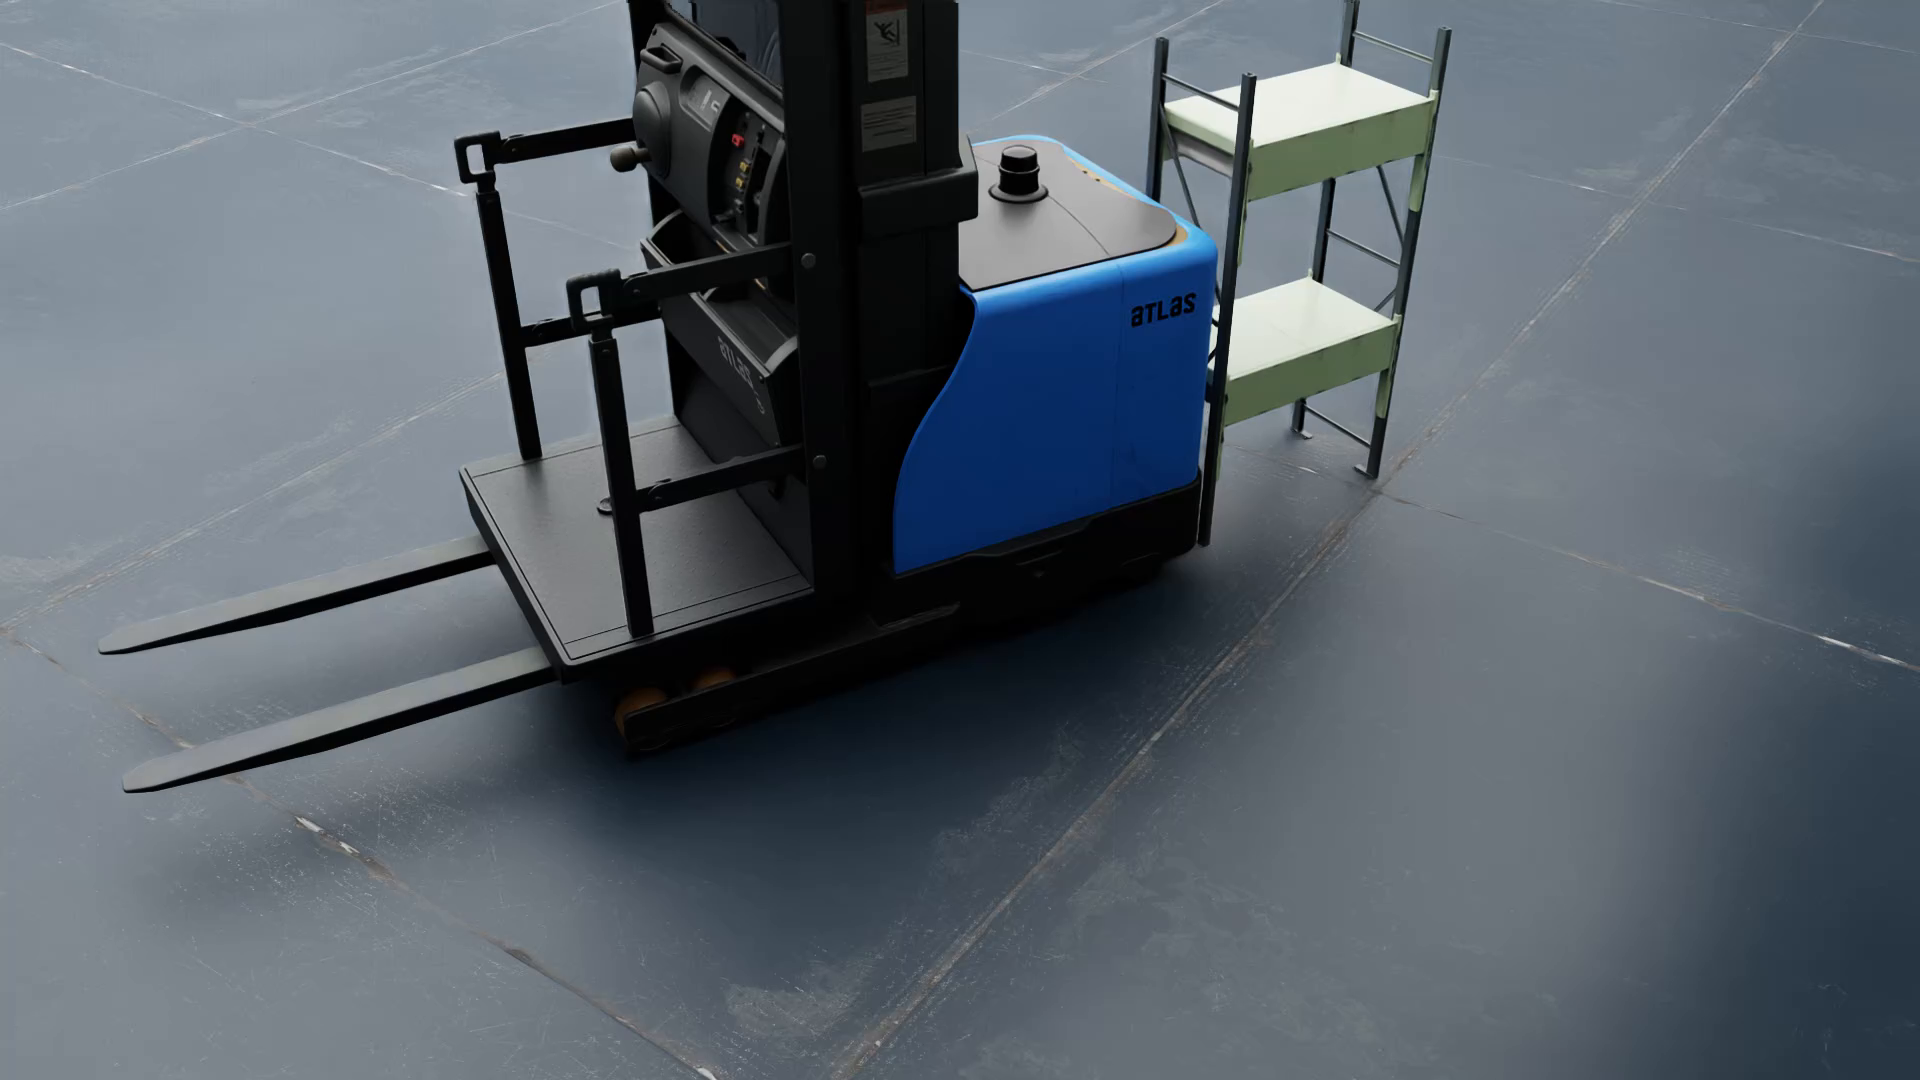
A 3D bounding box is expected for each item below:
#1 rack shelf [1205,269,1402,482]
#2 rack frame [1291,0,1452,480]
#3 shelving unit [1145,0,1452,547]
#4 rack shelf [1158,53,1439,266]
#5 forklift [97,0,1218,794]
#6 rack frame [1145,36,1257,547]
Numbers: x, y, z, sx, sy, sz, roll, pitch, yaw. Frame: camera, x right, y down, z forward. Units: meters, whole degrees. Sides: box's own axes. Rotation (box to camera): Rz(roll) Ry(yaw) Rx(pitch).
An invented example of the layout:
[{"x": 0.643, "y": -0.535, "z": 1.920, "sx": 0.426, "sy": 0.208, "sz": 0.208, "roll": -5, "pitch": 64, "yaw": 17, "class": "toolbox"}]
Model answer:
[{"x": 0.972, "y": -0.537, "z": 5.288, "sx": 0.720, "sy": 0.370, "sz": 0.431, "roll": -20, "pitch": 39, "yaw": -27, "class": "rack shelf"}, {"x": 1.278, "y": -0.919, "z": 5.271, "sx": 0.023, "sy": 1.500, "sz": 0.400, "roll": -20, "pitch": 39, "yaw": -27, "class": "rack frame"}, {"x": 0.972, "y": -0.807, "z": 5.105, "sx": 0.755, "sy": 1.500, "sz": 0.431, "roll": -20, "pitch": 39, "yaw": -27, "class": "shelving unit"}, {"x": 0.972, "y": -1.131, "z": 4.886, "sx": 0.720, "sy": 0.370, "sz": 0.431, "roll": -20, "pitch": 39, "yaw": -27, "class": "rack shelf"}, {"x": -0.816, "y": -0.994, "z": 4.103, "sx": 3.031, "sy": 2.935, "sz": 1.130, "roll": -17, "pitch": 38, "yaw": -23, "class": "forklift"}, {"x": 0.666, "y": -0.695, "z": 4.939, "sx": 0.023, "sy": 1.500, "sz": 0.400, "roll": -20, "pitch": 39, "yaw": -27, "class": "rack frame"}]
